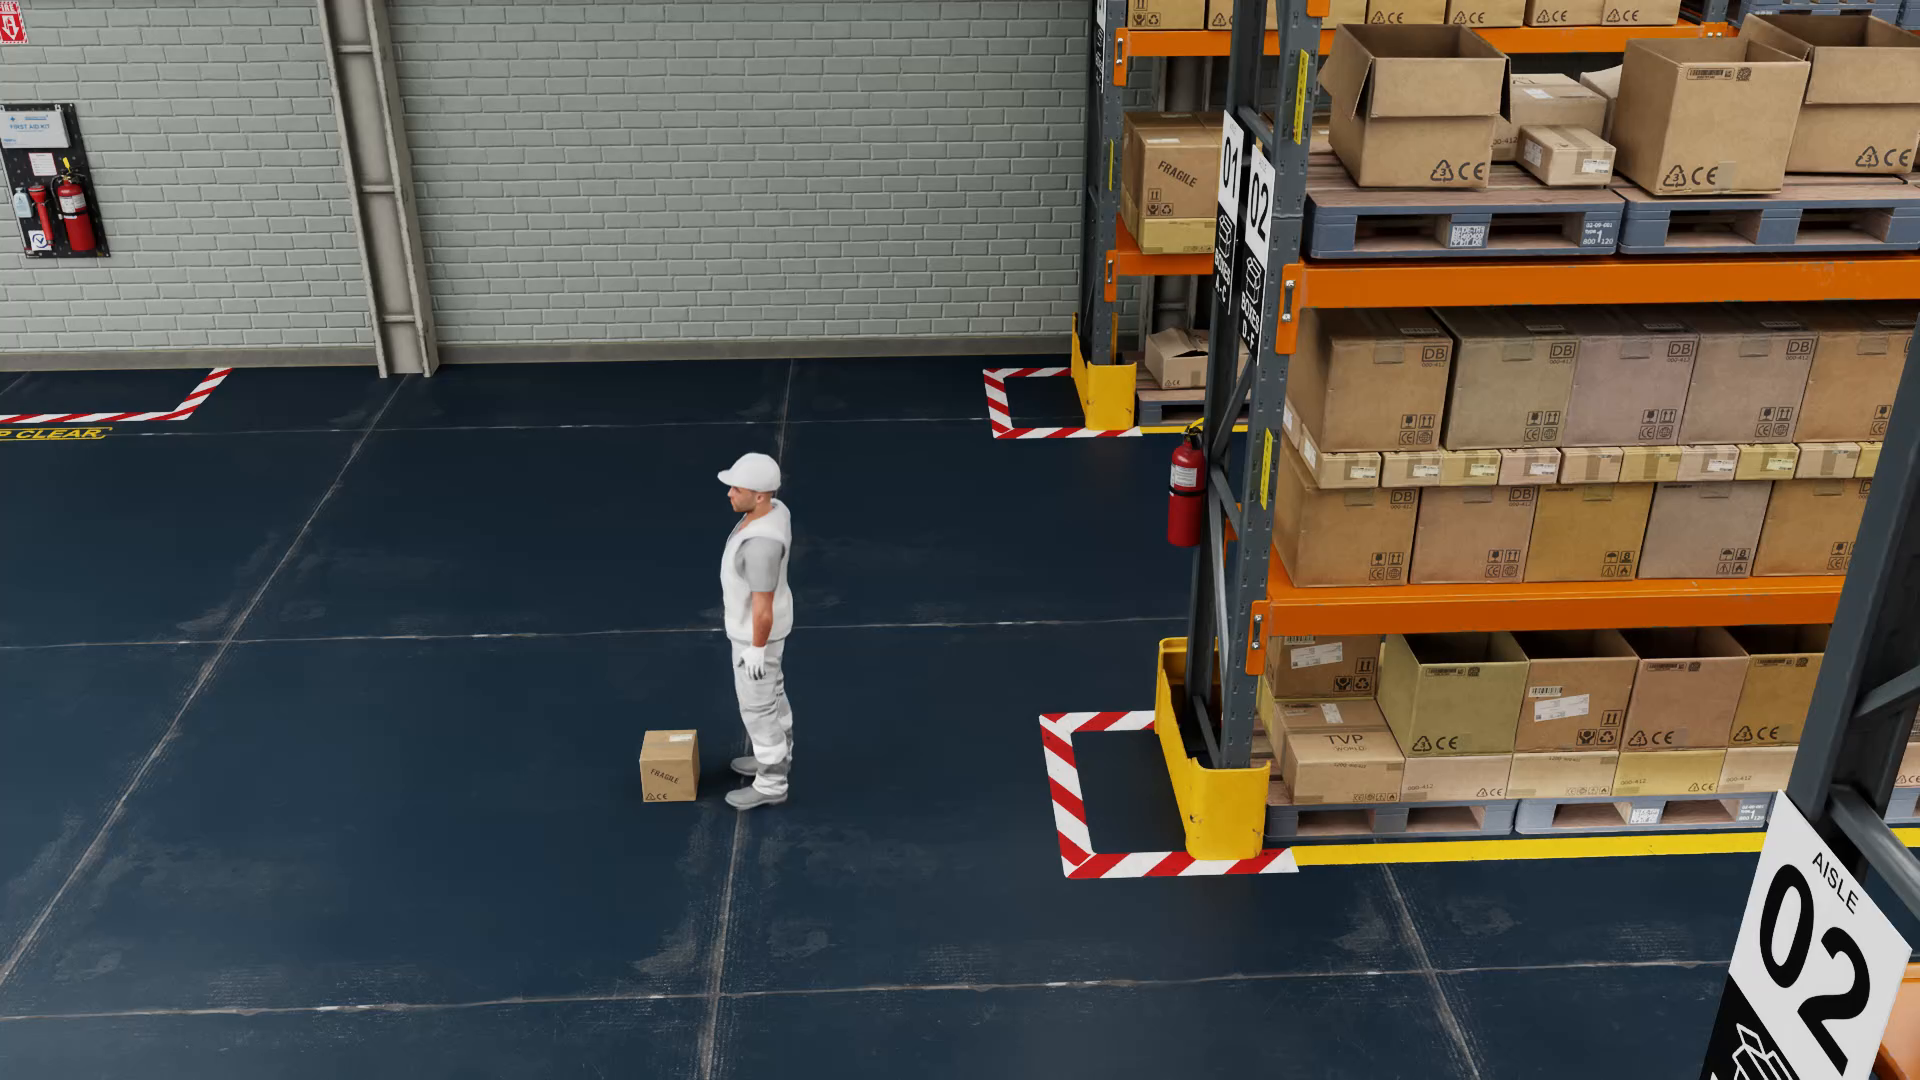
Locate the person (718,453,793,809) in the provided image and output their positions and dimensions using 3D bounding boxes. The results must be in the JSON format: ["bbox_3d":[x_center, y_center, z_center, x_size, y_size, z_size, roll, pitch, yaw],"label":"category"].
[{"bbox_3d":[-0.956,0.416,7.782,0.374,1.793,0.526,-1,27,-1],"label":"person"}]
